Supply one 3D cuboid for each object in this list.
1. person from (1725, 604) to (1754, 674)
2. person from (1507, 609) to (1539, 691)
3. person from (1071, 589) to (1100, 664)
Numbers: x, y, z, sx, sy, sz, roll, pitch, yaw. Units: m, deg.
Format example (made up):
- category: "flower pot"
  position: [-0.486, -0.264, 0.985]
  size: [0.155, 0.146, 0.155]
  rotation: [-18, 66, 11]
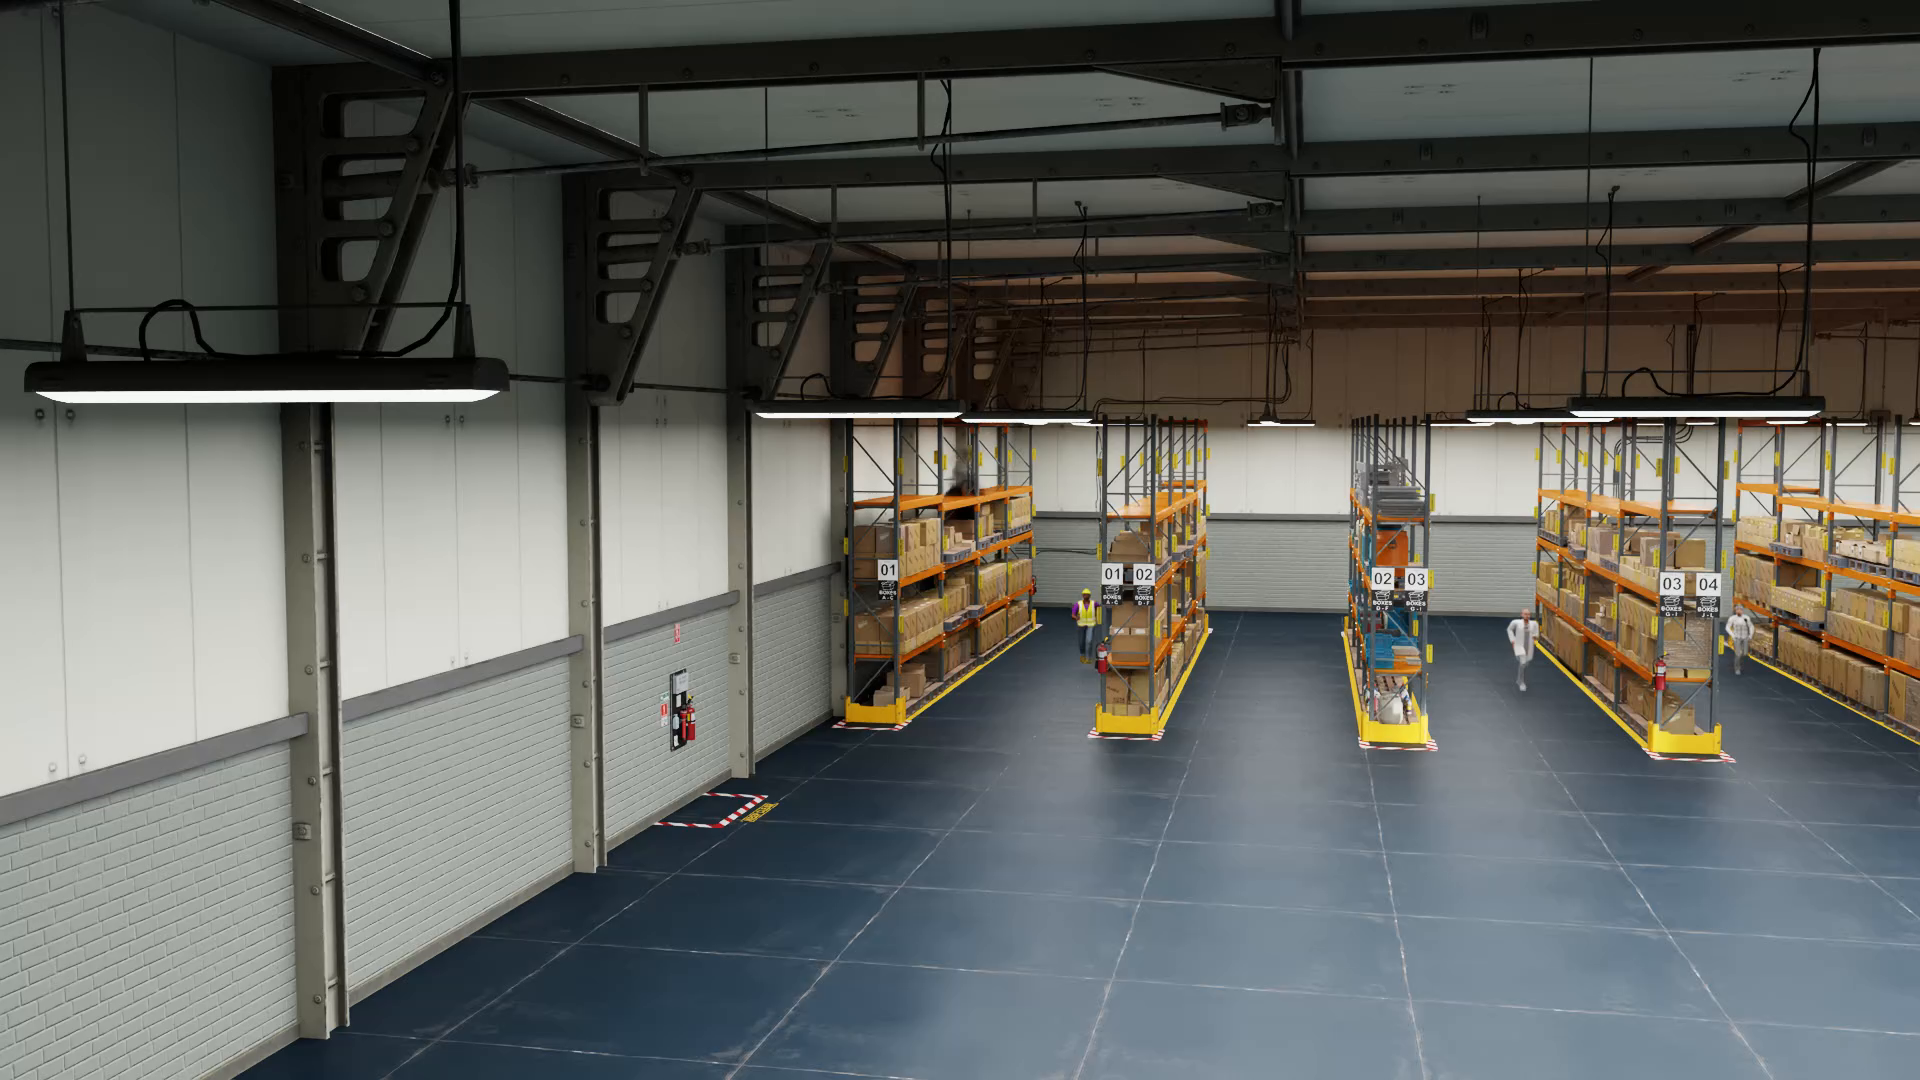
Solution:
- category: "person"
  position: [18.250, 2.311, 38.914]
  size: [0.623, 1.664, 0.497]
  rotation: [1, 4, 15]
- category: "person"
  position: [12.420, 2.418, 36.611]
  size: [0.613, 1.814, 0.909]
  rotation: [0, 4, -3]
- category: "person"
  position: [2.946, 2.024, 38.736]
  size: [0.718, 1.761, 0.813]
  rotation: [0, 4, 7]
